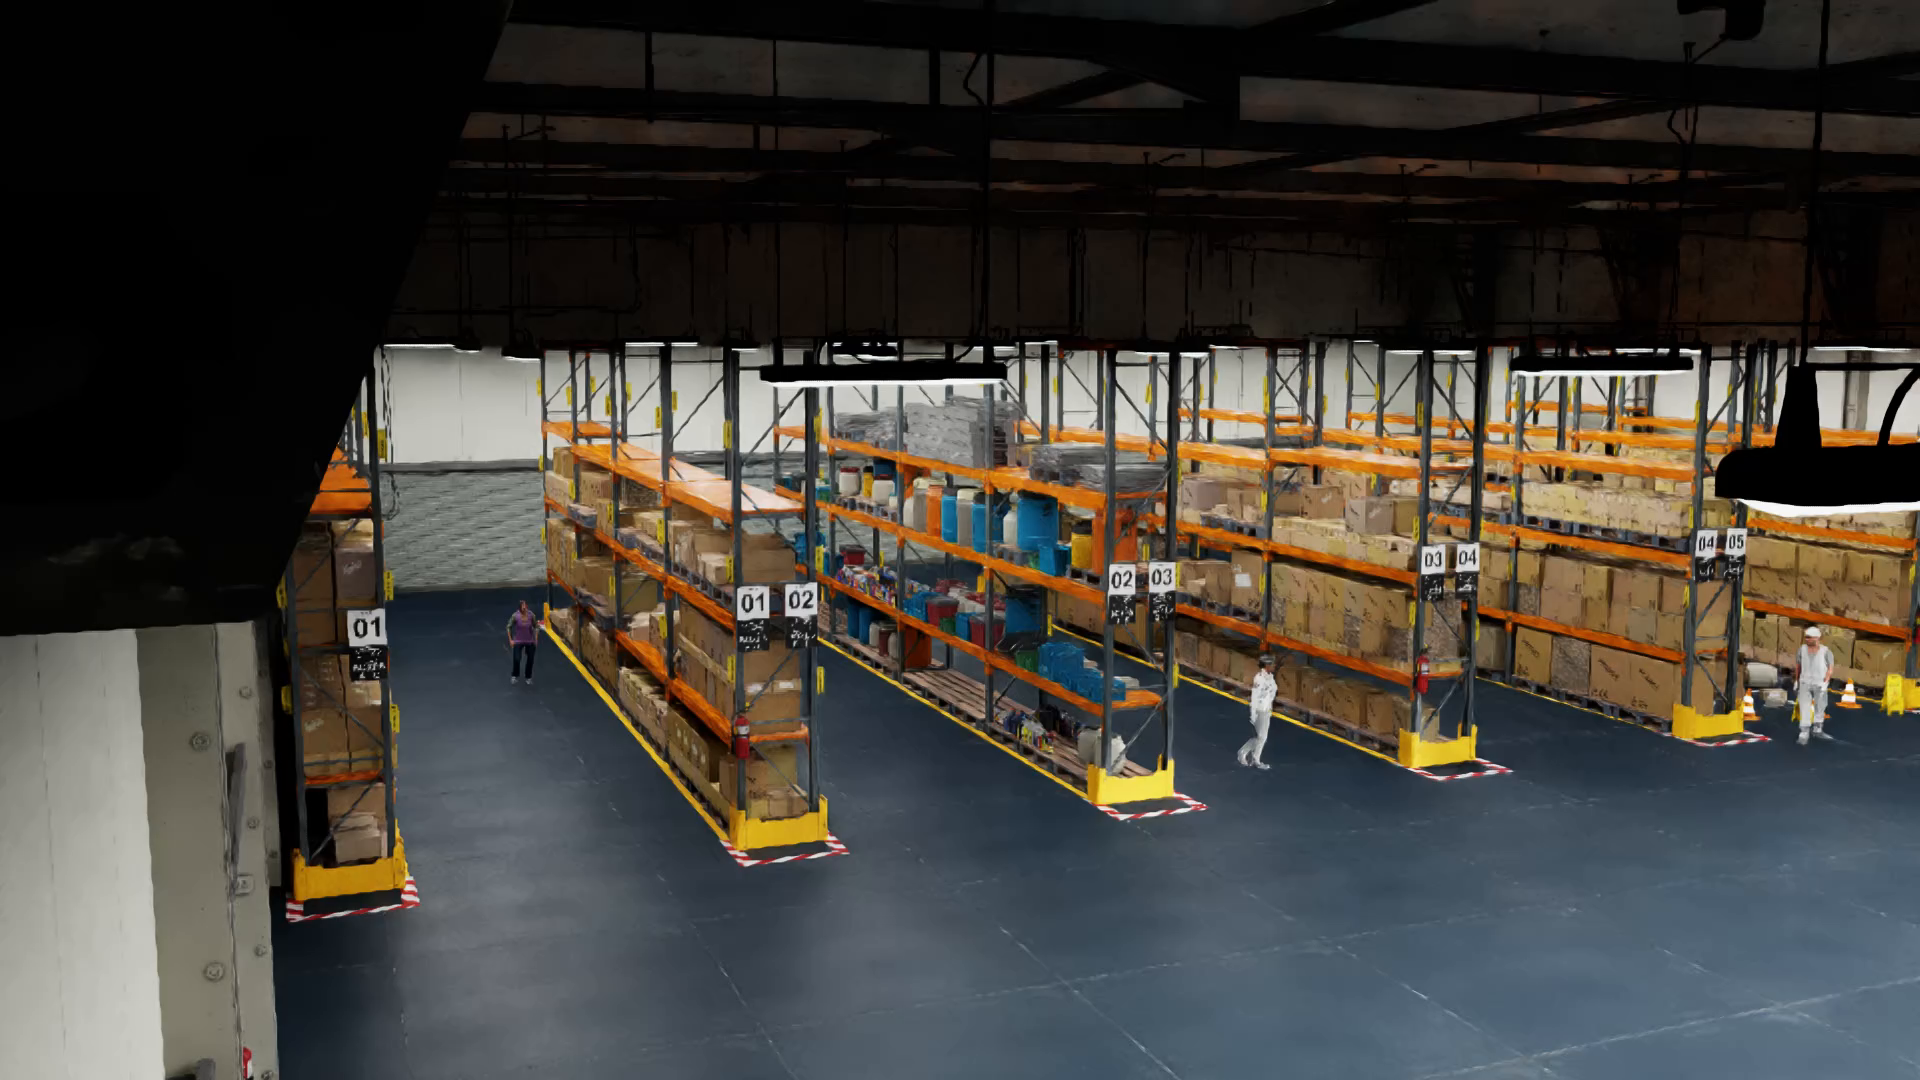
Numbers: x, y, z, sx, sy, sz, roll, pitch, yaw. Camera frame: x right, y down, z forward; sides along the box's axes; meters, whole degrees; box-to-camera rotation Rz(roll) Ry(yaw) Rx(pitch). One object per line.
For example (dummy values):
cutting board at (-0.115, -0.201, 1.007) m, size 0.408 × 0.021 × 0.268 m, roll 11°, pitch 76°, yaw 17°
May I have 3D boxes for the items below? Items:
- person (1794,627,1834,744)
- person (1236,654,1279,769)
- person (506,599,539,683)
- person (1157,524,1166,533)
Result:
person at (12.915, 2.191, 25.173) m, size 0.551 × 1.786 × 0.712 m, roll 5°, pitch 9°, yaw 36°
person at (4.236, 2.433, 23.707) m, size 0.516 × 1.670 × 0.537 m, roll 5°, pitch 9°, yaw 31°
person at (-7.678, 1.835, 29.221) m, size 0.566 × 1.434 × 0.519 m, roll -3°, pitch 8°, yaw -24°
person at (5.165, 0.071, 41.461) m, size 0.620 × 1.767 × 0.672 m, roll 5°, pitch 9°, yaw 34°
